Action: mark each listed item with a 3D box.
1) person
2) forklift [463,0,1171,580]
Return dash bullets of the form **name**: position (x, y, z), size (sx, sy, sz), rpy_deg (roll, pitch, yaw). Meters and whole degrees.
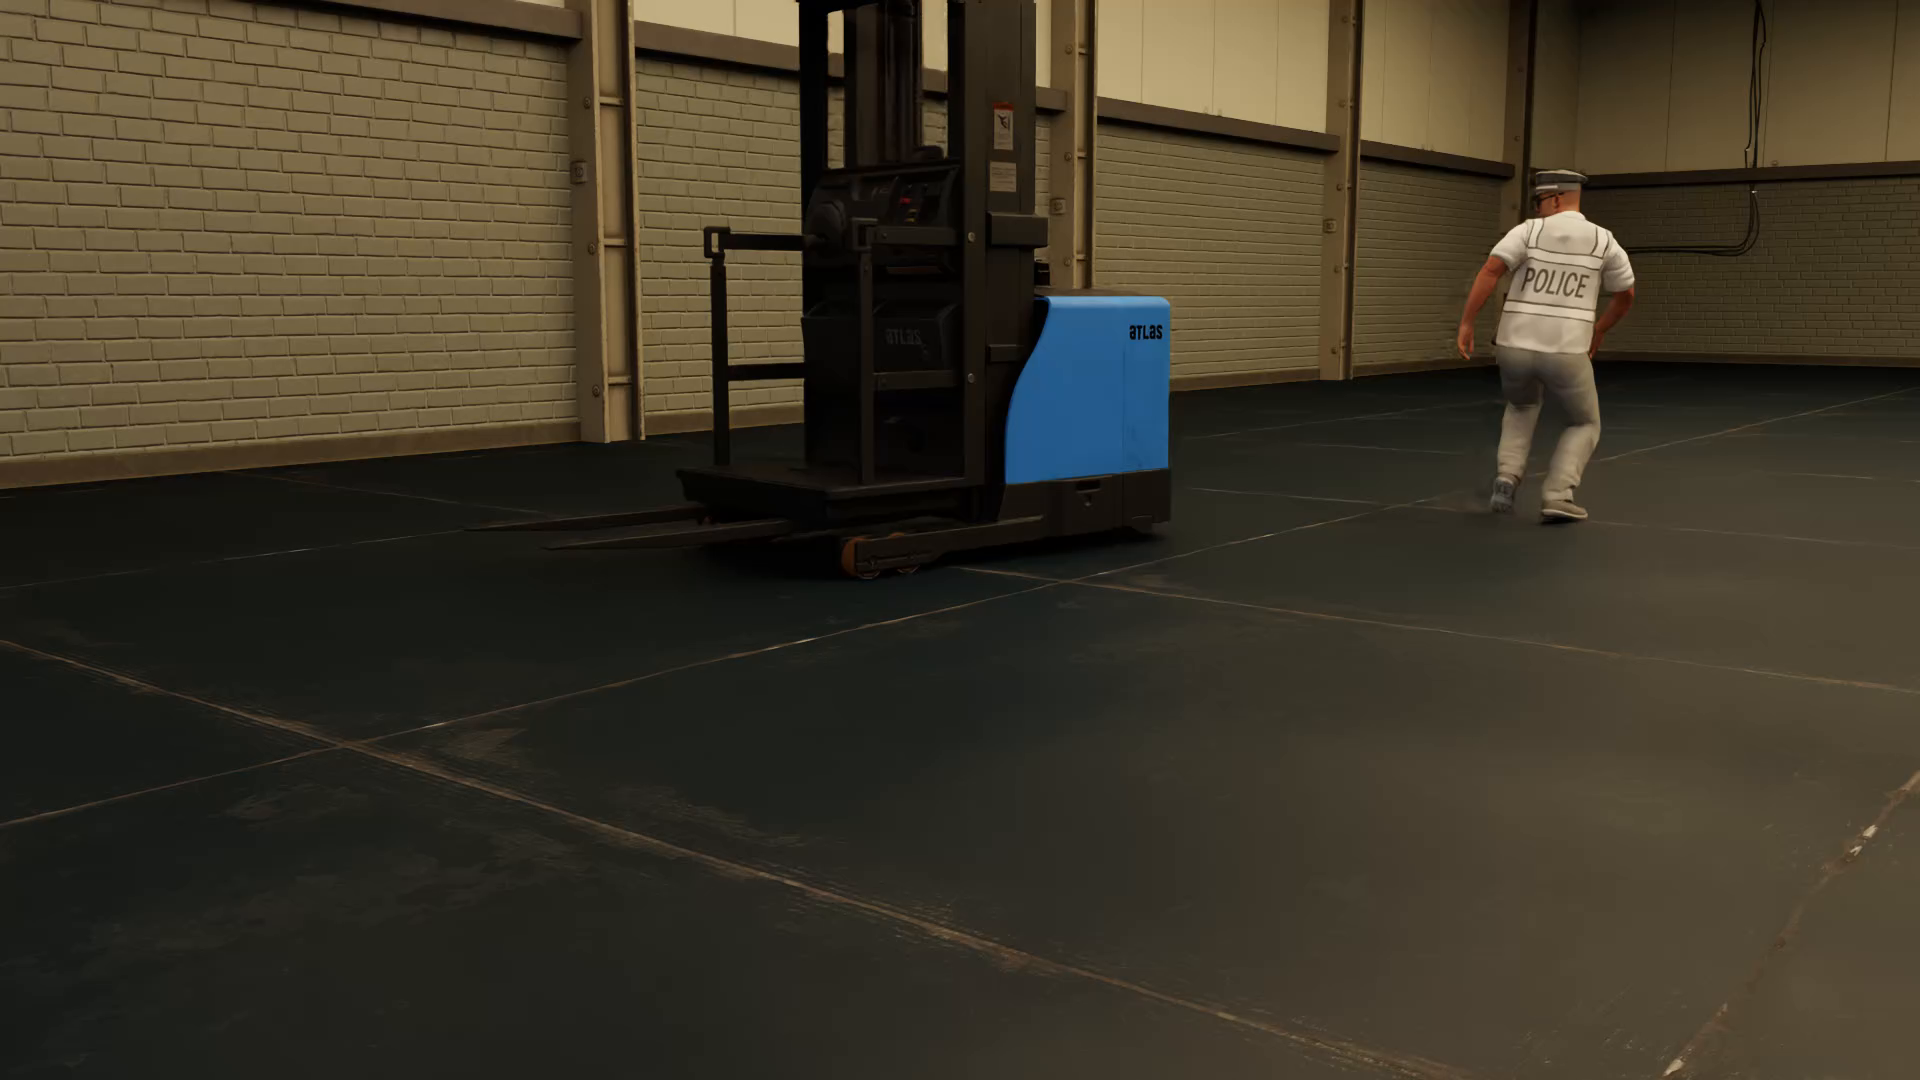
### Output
- **person**: position (2.841, -0.915, 8.034), size (0.723, 1.711, 0.732), rpy_deg (5, 10, 30)
- **forklift**: position (-0.489, -1.383, 6.731), size (3.031, 2.935, 1.130), rpy_deg (-7, 11, -41)
